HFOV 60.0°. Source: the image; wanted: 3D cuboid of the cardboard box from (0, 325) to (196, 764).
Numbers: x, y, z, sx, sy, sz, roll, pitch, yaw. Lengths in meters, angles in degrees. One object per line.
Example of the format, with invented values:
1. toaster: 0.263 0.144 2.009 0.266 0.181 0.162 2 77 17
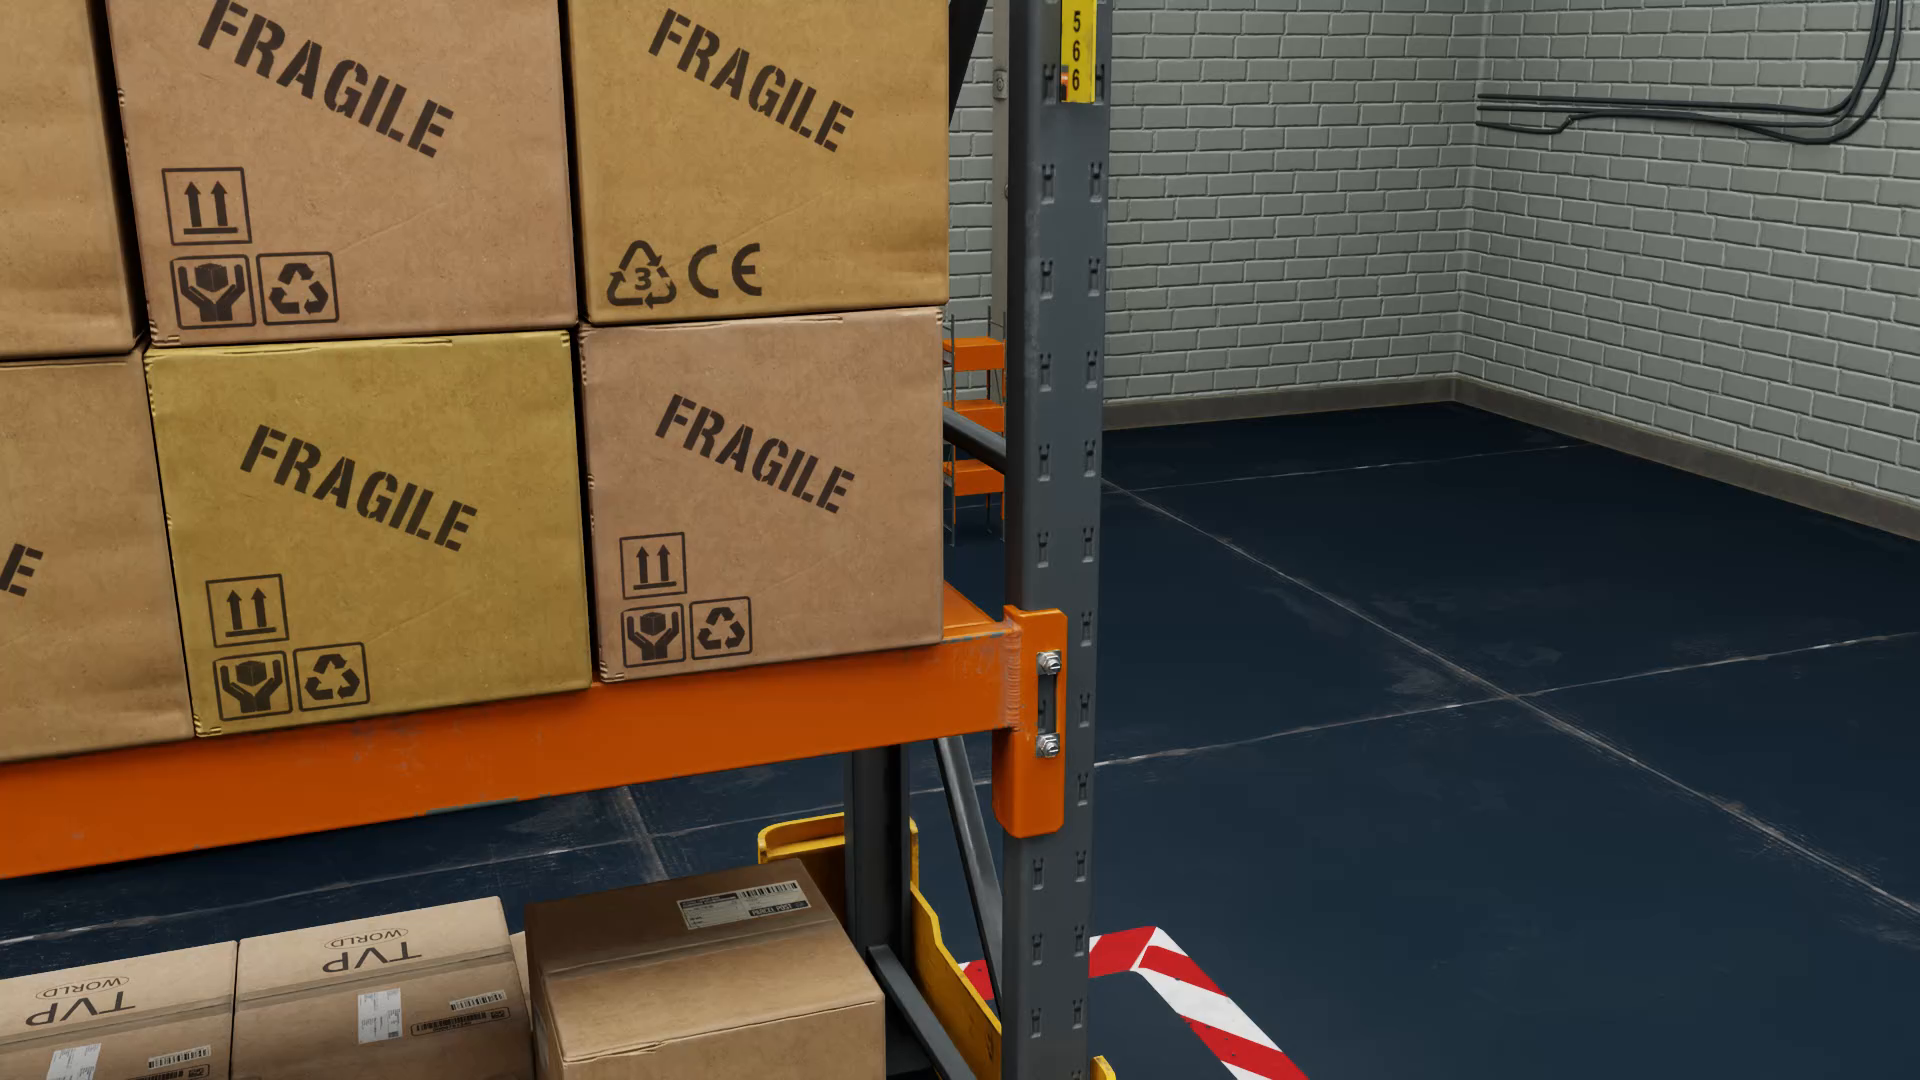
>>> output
1. cardboard box: -1.291 -0.025 2.183 0.500 0.500 0.500 -6 17 -20

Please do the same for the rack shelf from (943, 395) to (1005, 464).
1. rack shelf: 0.050 -0.499 7.472 0.240 0.259 0.215 -6 17 -20

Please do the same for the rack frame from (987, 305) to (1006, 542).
1. rack frame: 0.164 -0.521 7.511 0.008 1.050 0.200 -6 17 -20

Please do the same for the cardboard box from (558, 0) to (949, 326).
1. cardboard box: -0.337 -0.607 2.388 0.500 0.500 0.500 -6 18 -21

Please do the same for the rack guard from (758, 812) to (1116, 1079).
1. rack guard: -0.090 1.011 3.269 0.348 0.500 1.175 -6 17 -20

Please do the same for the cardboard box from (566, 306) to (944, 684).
1. cardboard box: -0.340 -0.127 2.531 0.500 0.500 0.500 -6 17 -18

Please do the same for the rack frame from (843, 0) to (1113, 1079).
1. rack frame: -0.019 -0.196 2.943 0.127 3.000 1.000 -6 17 -20

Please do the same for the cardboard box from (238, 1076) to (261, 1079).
1. cardboard box: -1.337 1.120 2.561 0.500 0.250 0.500 -6 17 -20

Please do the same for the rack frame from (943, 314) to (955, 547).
1. rack frame: -0.064 -0.497 7.427 0.008 1.050 0.200 -6 17 -20

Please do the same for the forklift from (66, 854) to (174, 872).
1. forklift: -2.335 -0.672 4.686 3.031 2.935 1.130 -7 18 -22

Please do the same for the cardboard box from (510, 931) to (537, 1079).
1. cardboard box: -0.767 0.929 3.358 0.250 0.166 0.380 -6 17 -20

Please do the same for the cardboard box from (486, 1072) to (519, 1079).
1. cardboard box: -0.849 1.089 2.814 0.250 0.166 0.380 -6 17 -20

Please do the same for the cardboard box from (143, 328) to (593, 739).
1. cardboard box: -0.823 -0.074 2.350 0.500 0.500 0.500 -6 17 -20

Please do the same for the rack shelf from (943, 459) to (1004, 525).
1. rack shelf: 0.050 -0.232 7.550 0.240 0.259 0.215 -6 17 -20

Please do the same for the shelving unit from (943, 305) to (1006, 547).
1. shelving unit: 0.050 -0.509 7.469 0.252 1.050 0.215 -6 17 -20

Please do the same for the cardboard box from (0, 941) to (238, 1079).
1. cardboard box: -1.562 0.993 2.992 0.500 0.250 0.500 -6 17 -20

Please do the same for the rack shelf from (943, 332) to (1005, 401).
1. rack shelf: 0.050 -0.771 7.392 0.240 0.259 0.215 -6 17 -20

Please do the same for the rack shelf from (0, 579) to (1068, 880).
1. rack shelf: -1.887 0.351 2.357 4.000 0.370 1.077 -6 17 -20

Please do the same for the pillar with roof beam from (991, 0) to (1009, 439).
1. pillar with roof beam: 1.957 -3.745 4.379 0.400 9.000 9.100 -6 17 -20

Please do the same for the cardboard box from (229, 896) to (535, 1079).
1. cardboard box: -1.096 0.943 3.164 0.500 0.250 0.500 -6 17 -20

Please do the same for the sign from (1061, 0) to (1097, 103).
1. sign: 0.160 -0.755 2.231 0.005 0.325 0.100 -6 17 -20

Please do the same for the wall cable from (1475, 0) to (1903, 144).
1. wall cable: 3.614 -3.364 8.593 0.112 2.526 3.097 -6 17 -20

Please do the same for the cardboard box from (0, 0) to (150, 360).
1. cardboard box: -1.291 -0.502 2.032 0.500 0.500 0.500 -6 17 -19

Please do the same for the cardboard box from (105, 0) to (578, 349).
1. cardboard box: -0.808 -0.556 2.214 0.500 0.500 0.500 -6 17 -19

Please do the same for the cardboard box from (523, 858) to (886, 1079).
1. cardboard box: -0.439 0.912 2.825 0.500 0.500 0.500 -6 17 -20
